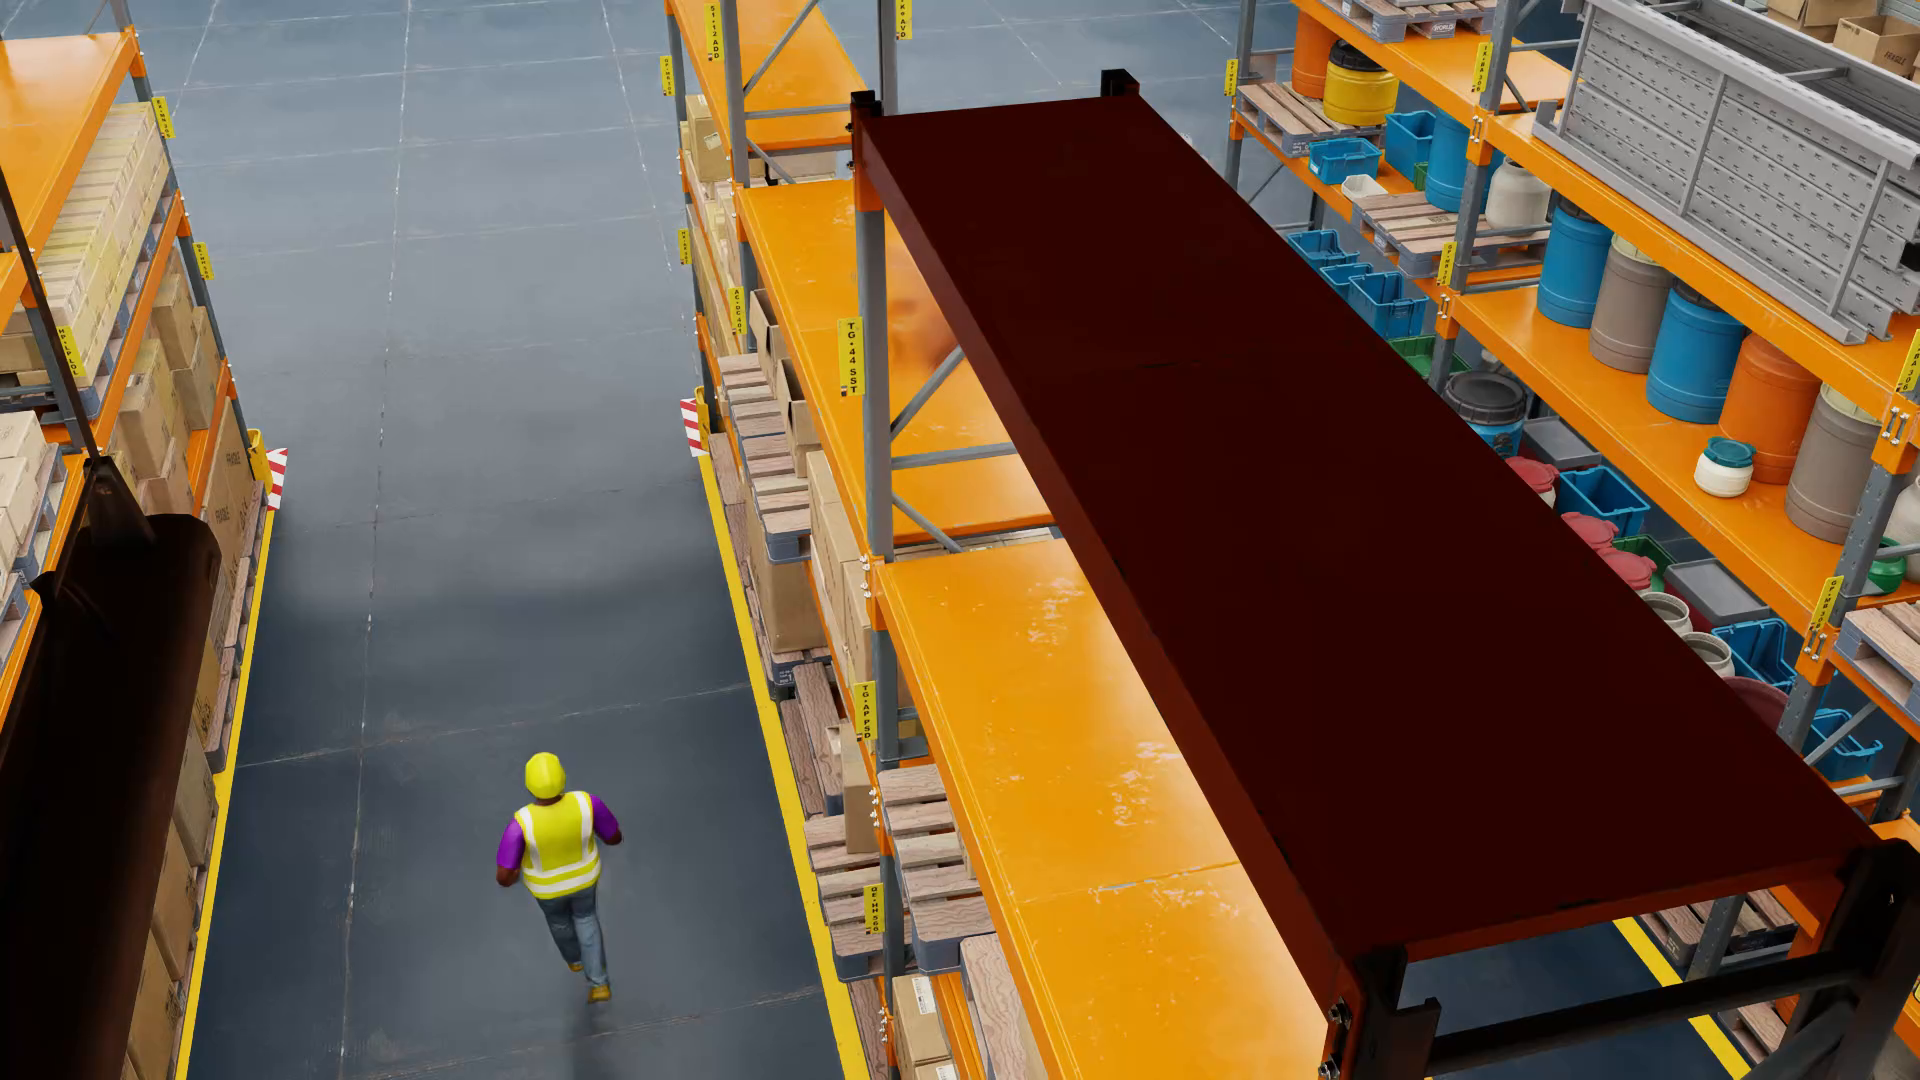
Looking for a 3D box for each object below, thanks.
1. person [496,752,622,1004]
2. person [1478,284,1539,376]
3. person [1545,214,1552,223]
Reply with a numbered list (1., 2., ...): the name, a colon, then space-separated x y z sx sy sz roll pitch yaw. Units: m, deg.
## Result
1. person: -2.222 1.887 9.299 0.699 1.773 0.768 -13 37 -19
2. person: 4.923 -1.643 14.958 0.668 1.739 0.803 -15 37 -21
3. person: 6.470 -4.113 18.551 0.658 1.737 0.698 7 35 10
